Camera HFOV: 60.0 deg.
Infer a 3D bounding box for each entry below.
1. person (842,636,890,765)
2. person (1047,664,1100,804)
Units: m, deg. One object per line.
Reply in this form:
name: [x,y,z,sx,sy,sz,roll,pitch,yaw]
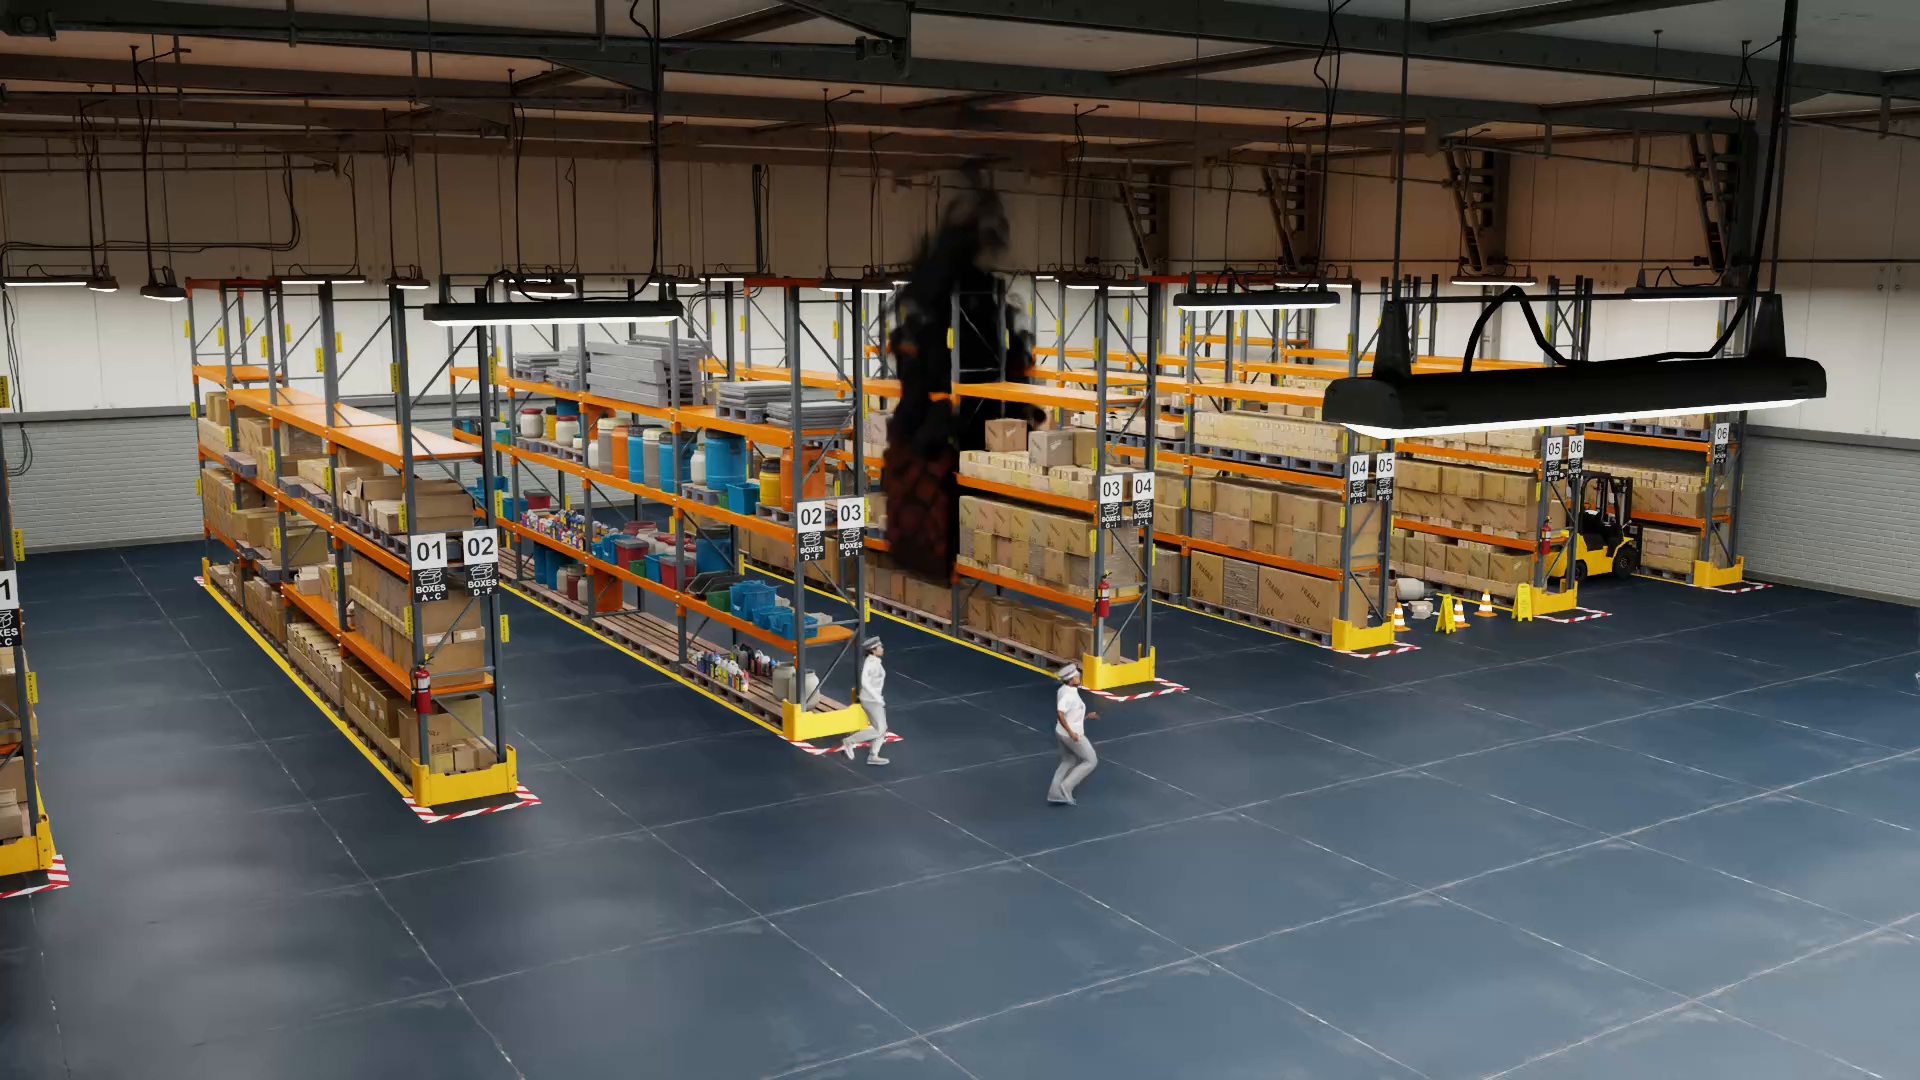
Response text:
person: [-1.188,2.021,21.060,0.558,1.642,0.632,-1,10,-8]
person: [1.343,2.263,19.460,0.621,1.658,0.562,-2,10,-12]
